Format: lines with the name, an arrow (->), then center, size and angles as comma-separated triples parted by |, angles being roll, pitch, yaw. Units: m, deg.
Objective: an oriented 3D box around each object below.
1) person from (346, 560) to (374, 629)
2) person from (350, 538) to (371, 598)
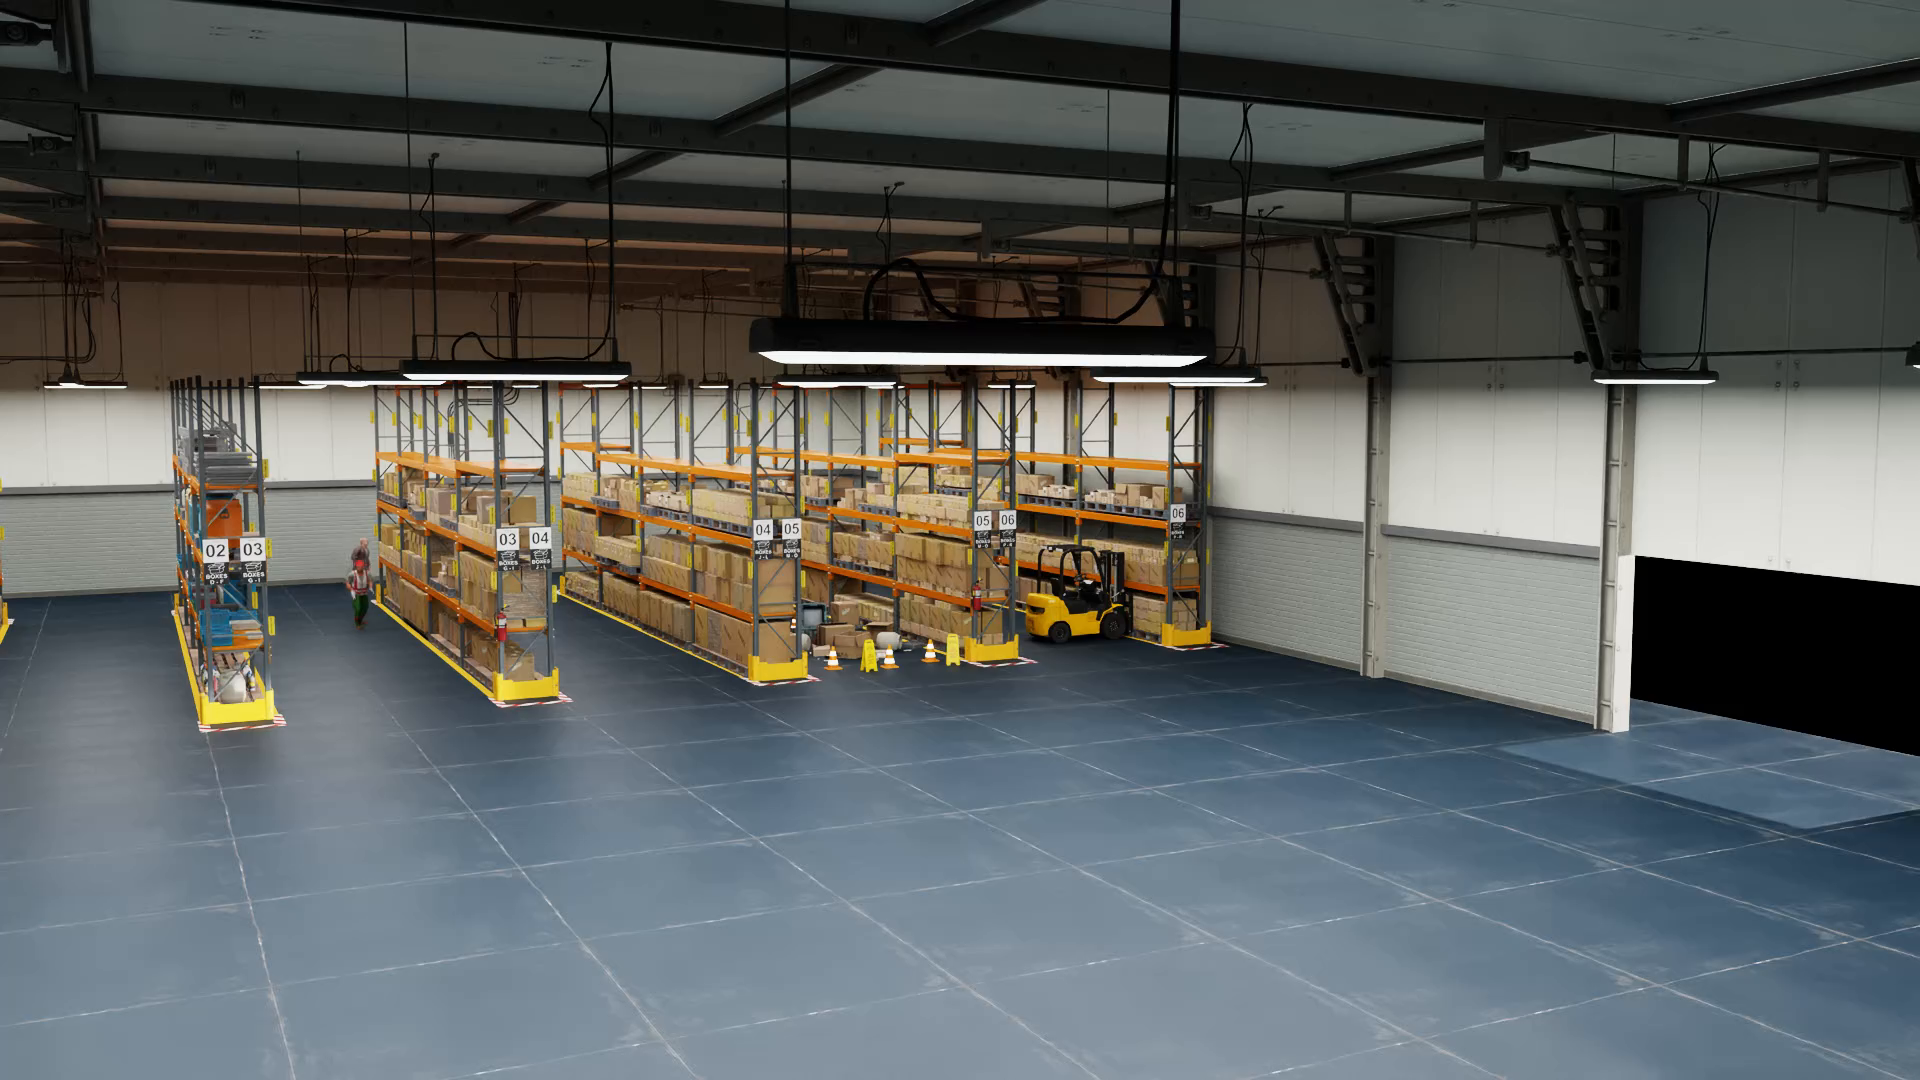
person -> -14.528, 1.311, 40.185 | 0.654, 1.693, 0.869 | -5, 7, -43
person -> -16.700, 0.819, 46.381 | 0.604, 1.559, 0.759 | 2, 5, 19
